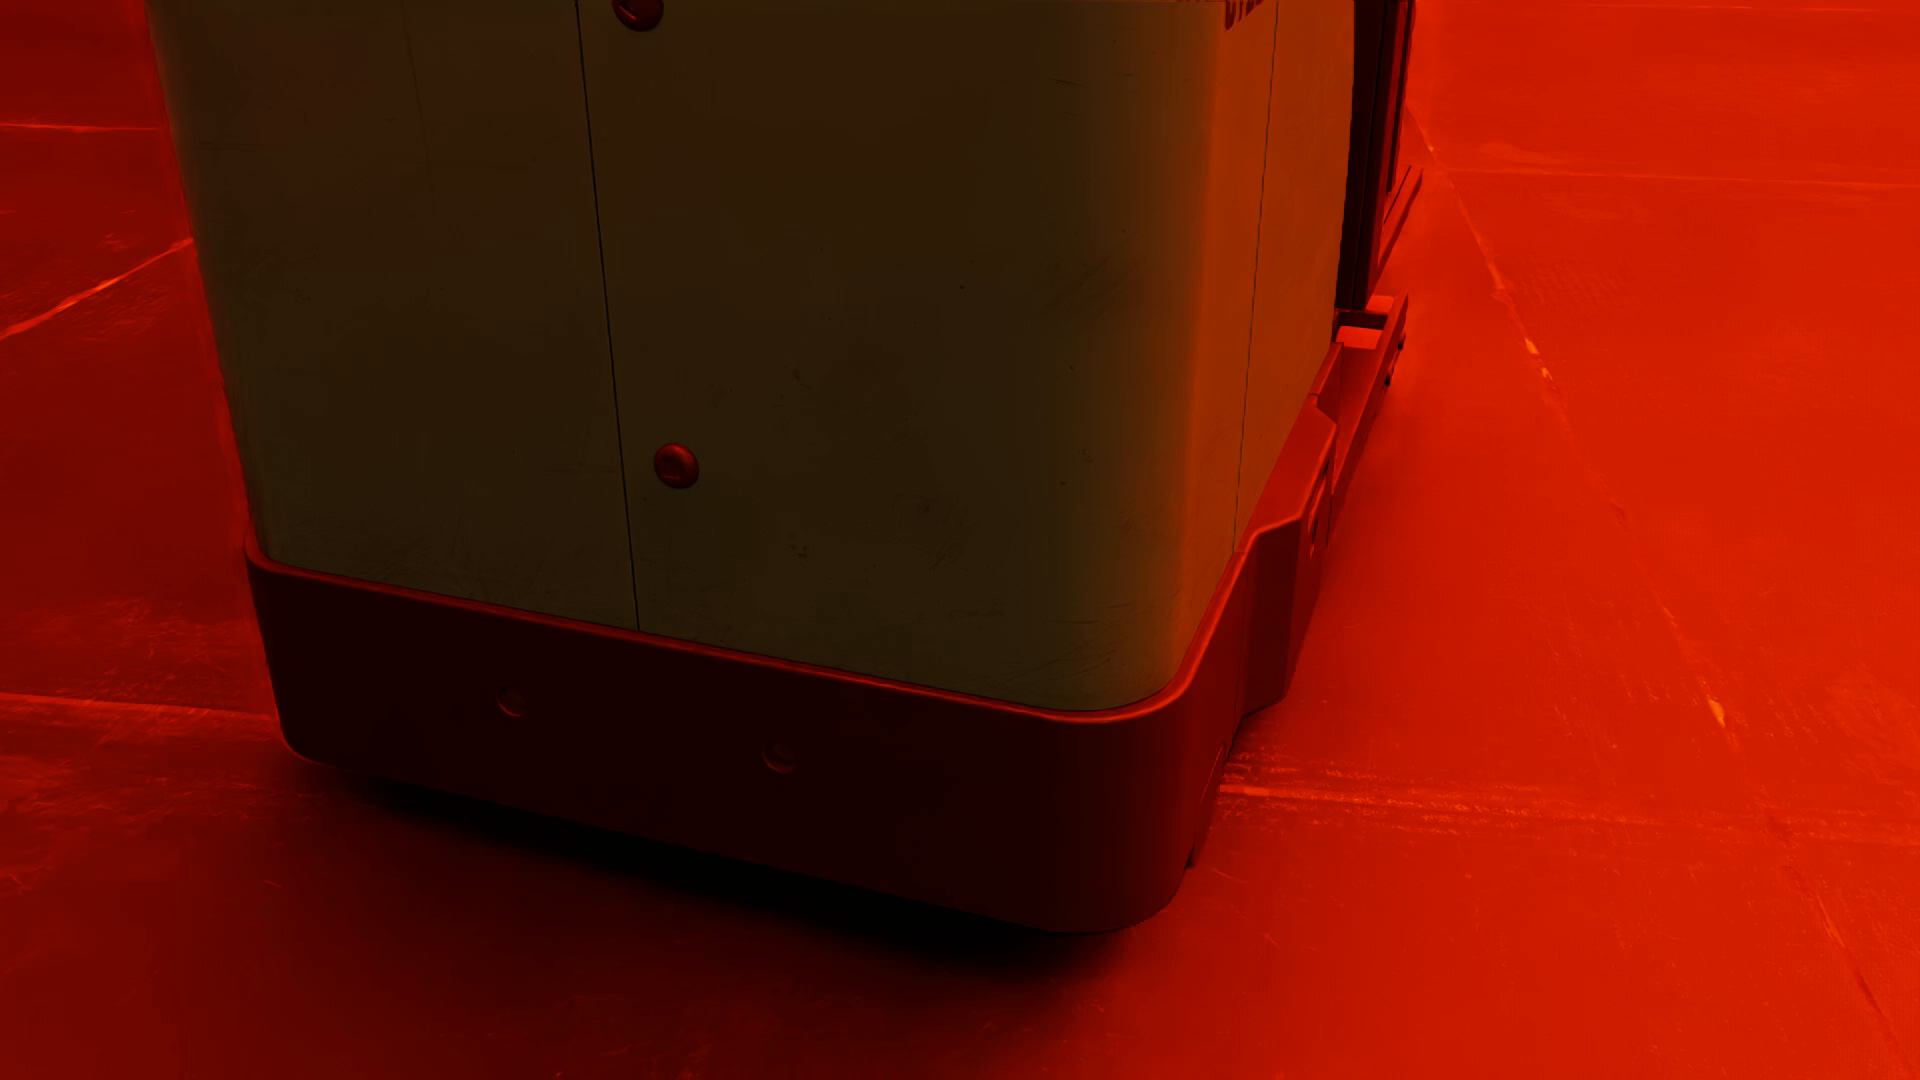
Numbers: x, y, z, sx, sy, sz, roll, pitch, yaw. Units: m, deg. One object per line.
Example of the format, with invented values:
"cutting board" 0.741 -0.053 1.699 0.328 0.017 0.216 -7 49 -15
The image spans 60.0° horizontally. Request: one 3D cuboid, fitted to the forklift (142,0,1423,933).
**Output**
"forklift" 0.194 -1.573 2.371 1.130 2.935 3.031 9 28 18
